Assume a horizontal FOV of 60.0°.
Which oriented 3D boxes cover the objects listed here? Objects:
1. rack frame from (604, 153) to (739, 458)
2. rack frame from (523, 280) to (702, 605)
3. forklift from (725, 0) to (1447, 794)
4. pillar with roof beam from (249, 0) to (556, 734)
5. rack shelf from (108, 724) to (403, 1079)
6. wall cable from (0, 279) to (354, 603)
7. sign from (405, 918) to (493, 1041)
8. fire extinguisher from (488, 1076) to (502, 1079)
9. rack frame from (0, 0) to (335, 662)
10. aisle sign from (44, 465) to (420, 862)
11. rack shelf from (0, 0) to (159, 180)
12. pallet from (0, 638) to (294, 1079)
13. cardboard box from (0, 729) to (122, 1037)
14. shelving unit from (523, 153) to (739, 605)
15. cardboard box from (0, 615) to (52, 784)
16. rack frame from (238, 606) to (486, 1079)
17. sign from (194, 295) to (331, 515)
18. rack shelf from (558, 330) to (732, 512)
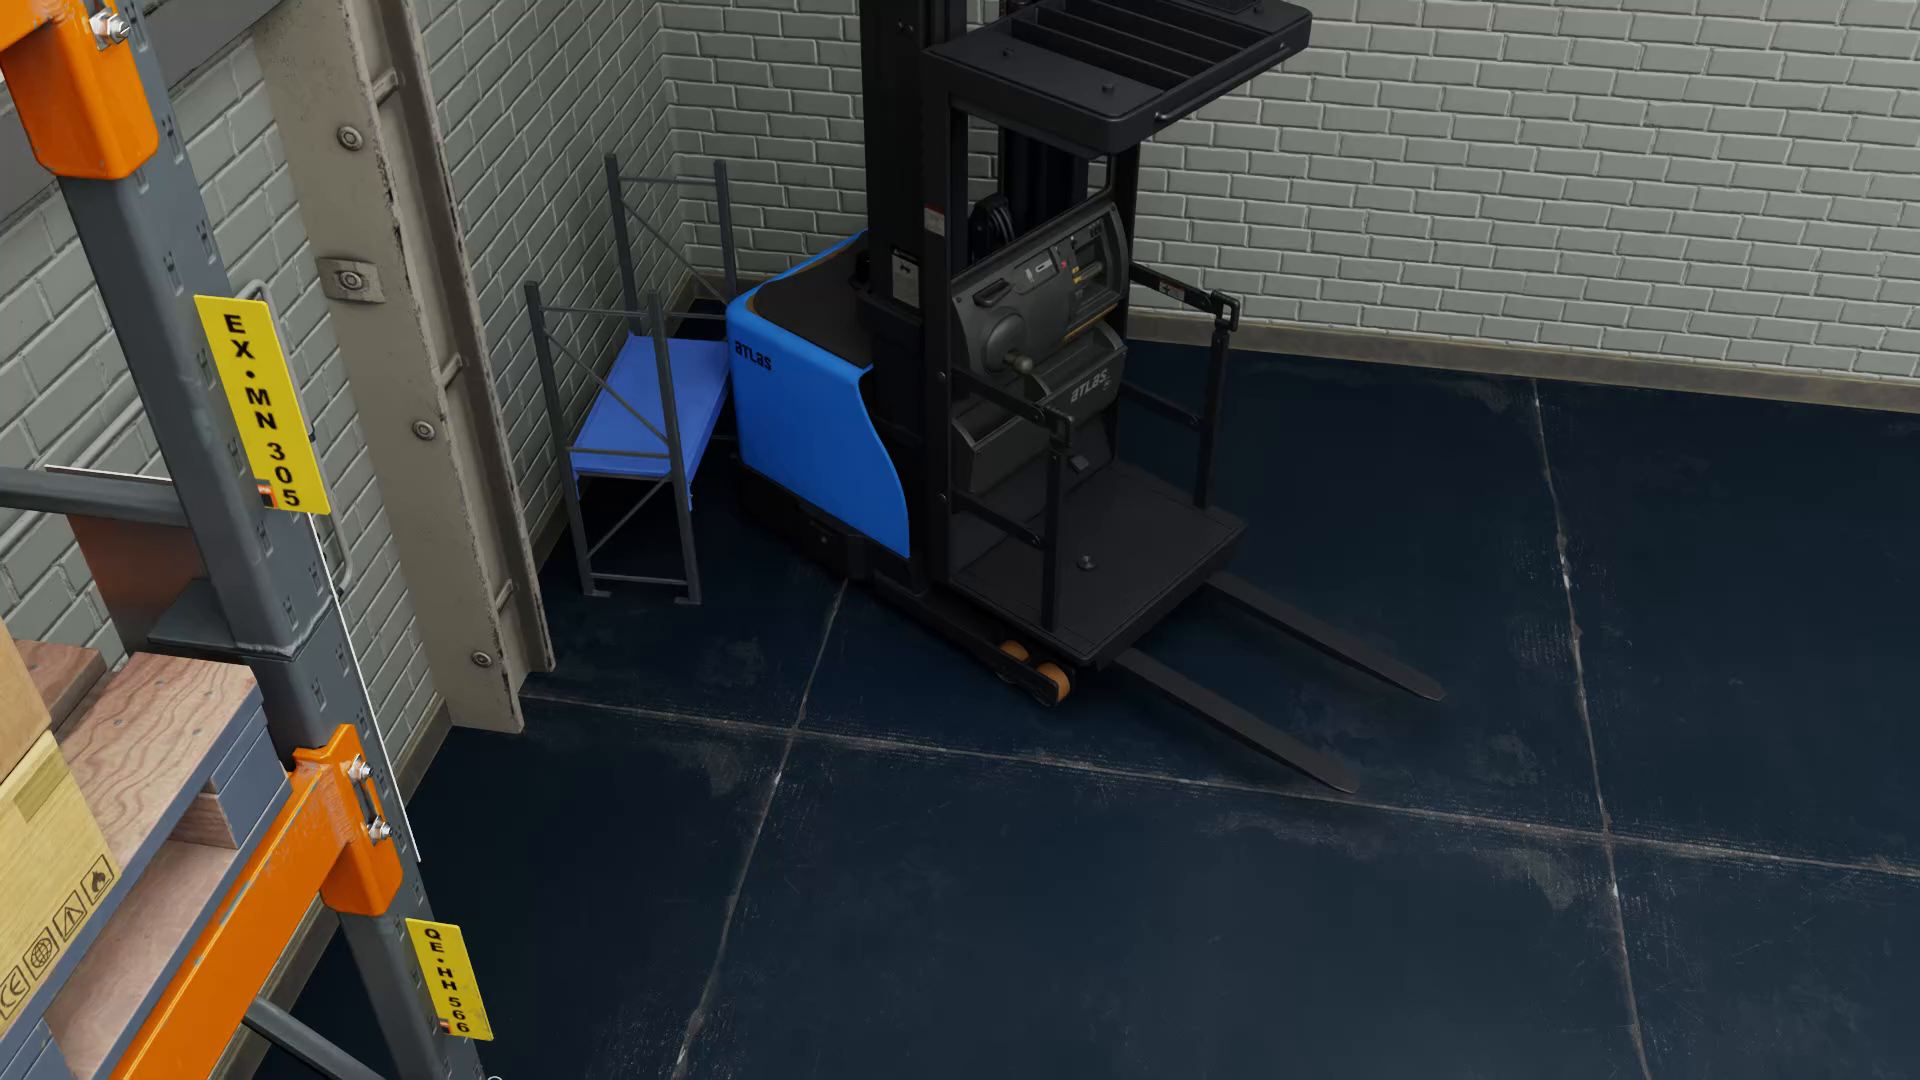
[{"bbox_3d":[-1.204,-0.979,7.256,0.500,1.500,0.032,4,40,5],"label":"rack frame"},{"bbox_3d":[-1.328,-0.336,6.479,0.500,1.500,0.032,4,40,5],"label":"rack frame"},{"bbox_3d":[0.466,-0.867,5.998,3.031,2.935,1.130,29,48,31],"label":"forklift"},{"bbox_3d":[2.439,-2.394,3.084,9.100,9.000,0.400,6,40,8],"label":"pillar with roof beam"},{"bbox_3d":[-1.762,1.609,1.160,1.077,0.370,4.000,6,40,8],"label":"rack shelf"},{"bbox_3d":[-2.126,-0.067,4.179,0.084,1.984,1.851,6,40,8],"label":"wall cable"},{"bbox_3d":[-0.884,0.764,2.877,0.100,0.325,0.005,6,40,8],"label":"sign"},{"bbox_3d":[-0.936,1.363,3.601,0.296,0.674,0.183,6,40,8],"label":"fire extinguisher"},{"bbox_3d":[-1.416,-1.079,1.493,1.000,3.000,0.127,6,40,8],"label":"rack frame"},{"bbox_3d":[-1.108,0.219,2.591,0.394,0.787,0.004,6,40,8],"label":"aisle sign"},{"bbox_3d":[-1.762,0.607,0.332,1.077,0.370,4.000,6,40,8],"label":"rack shelf"},{"bbox_3d":[-1.534,0.578,1.913,1.003,0.211,1.213,6,40,8],"label":"pallet"},{"bbox_3d":[-1.281,0.423,1.740,0.500,0.250,0.500,8,40,9],"label":"cardboard box"},{"bbox_3d":[-1.266,-0.657,6.867,0.538,1.500,1.048,4,40,5],"label":"shelving unit"},{"bbox_3d":[-1.274,0.135,1.500,0.500,0.500,0.500,6,40,8],"label":"cardboard box"},{"bbox_3d":[-1.416,1.233,3.405,1.000,3.000,0.127,6,40,8],"label":"rack frame"},{"bbox_3d":[-0.884,-0.165,2.109,0.100,0.325,0.005,6,40,8],"label":"sign"},{"bbox_3d":[-1.266,-0.519,6.982,0.538,0.185,1.000,4,40,5],"label":"rack shelf"}]
